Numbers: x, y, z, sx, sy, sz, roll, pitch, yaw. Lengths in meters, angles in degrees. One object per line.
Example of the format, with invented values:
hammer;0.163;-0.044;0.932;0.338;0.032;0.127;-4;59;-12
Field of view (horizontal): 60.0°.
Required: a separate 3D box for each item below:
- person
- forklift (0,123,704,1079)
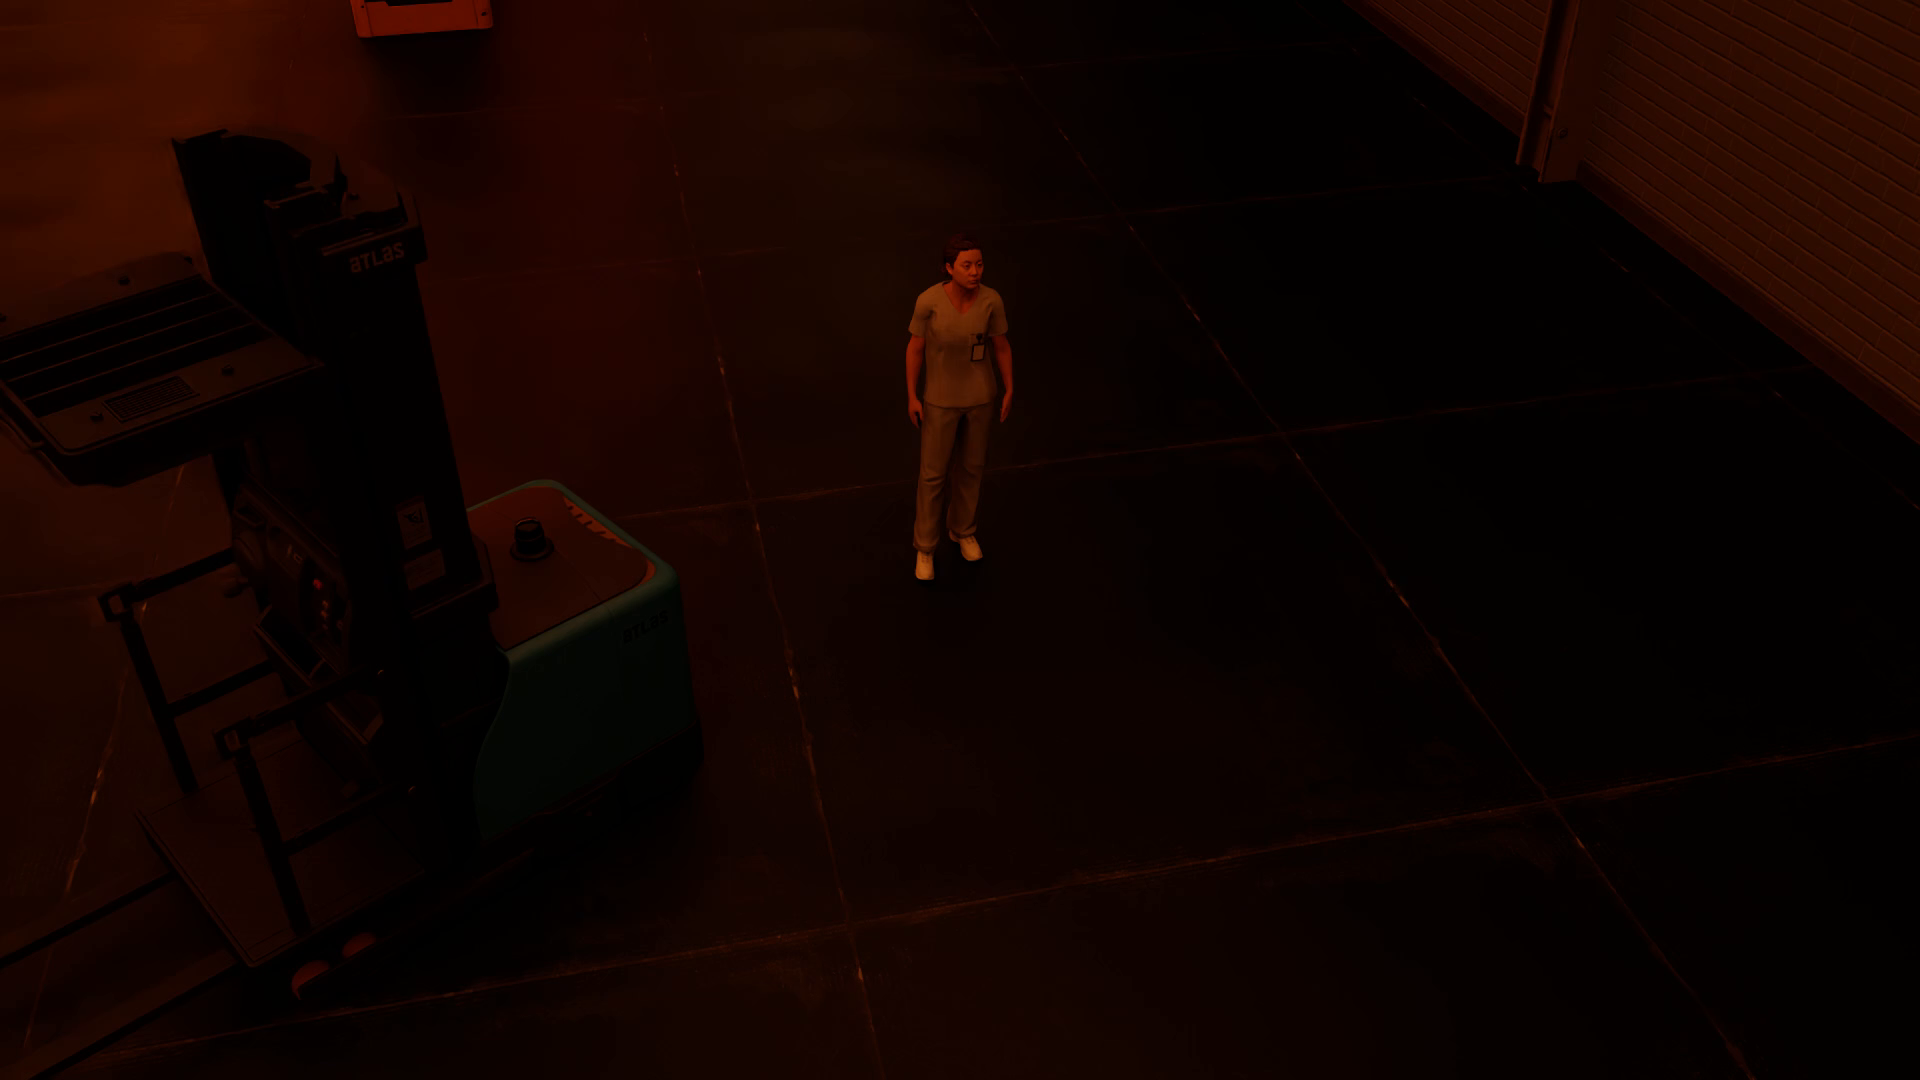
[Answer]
person;0.004;-0.642;8.006;0.550;1.675;0.549;-8;36;-11
forklift;-2.517;0.189;5.787;3.031;2.935;1.130;-29;45;-34
